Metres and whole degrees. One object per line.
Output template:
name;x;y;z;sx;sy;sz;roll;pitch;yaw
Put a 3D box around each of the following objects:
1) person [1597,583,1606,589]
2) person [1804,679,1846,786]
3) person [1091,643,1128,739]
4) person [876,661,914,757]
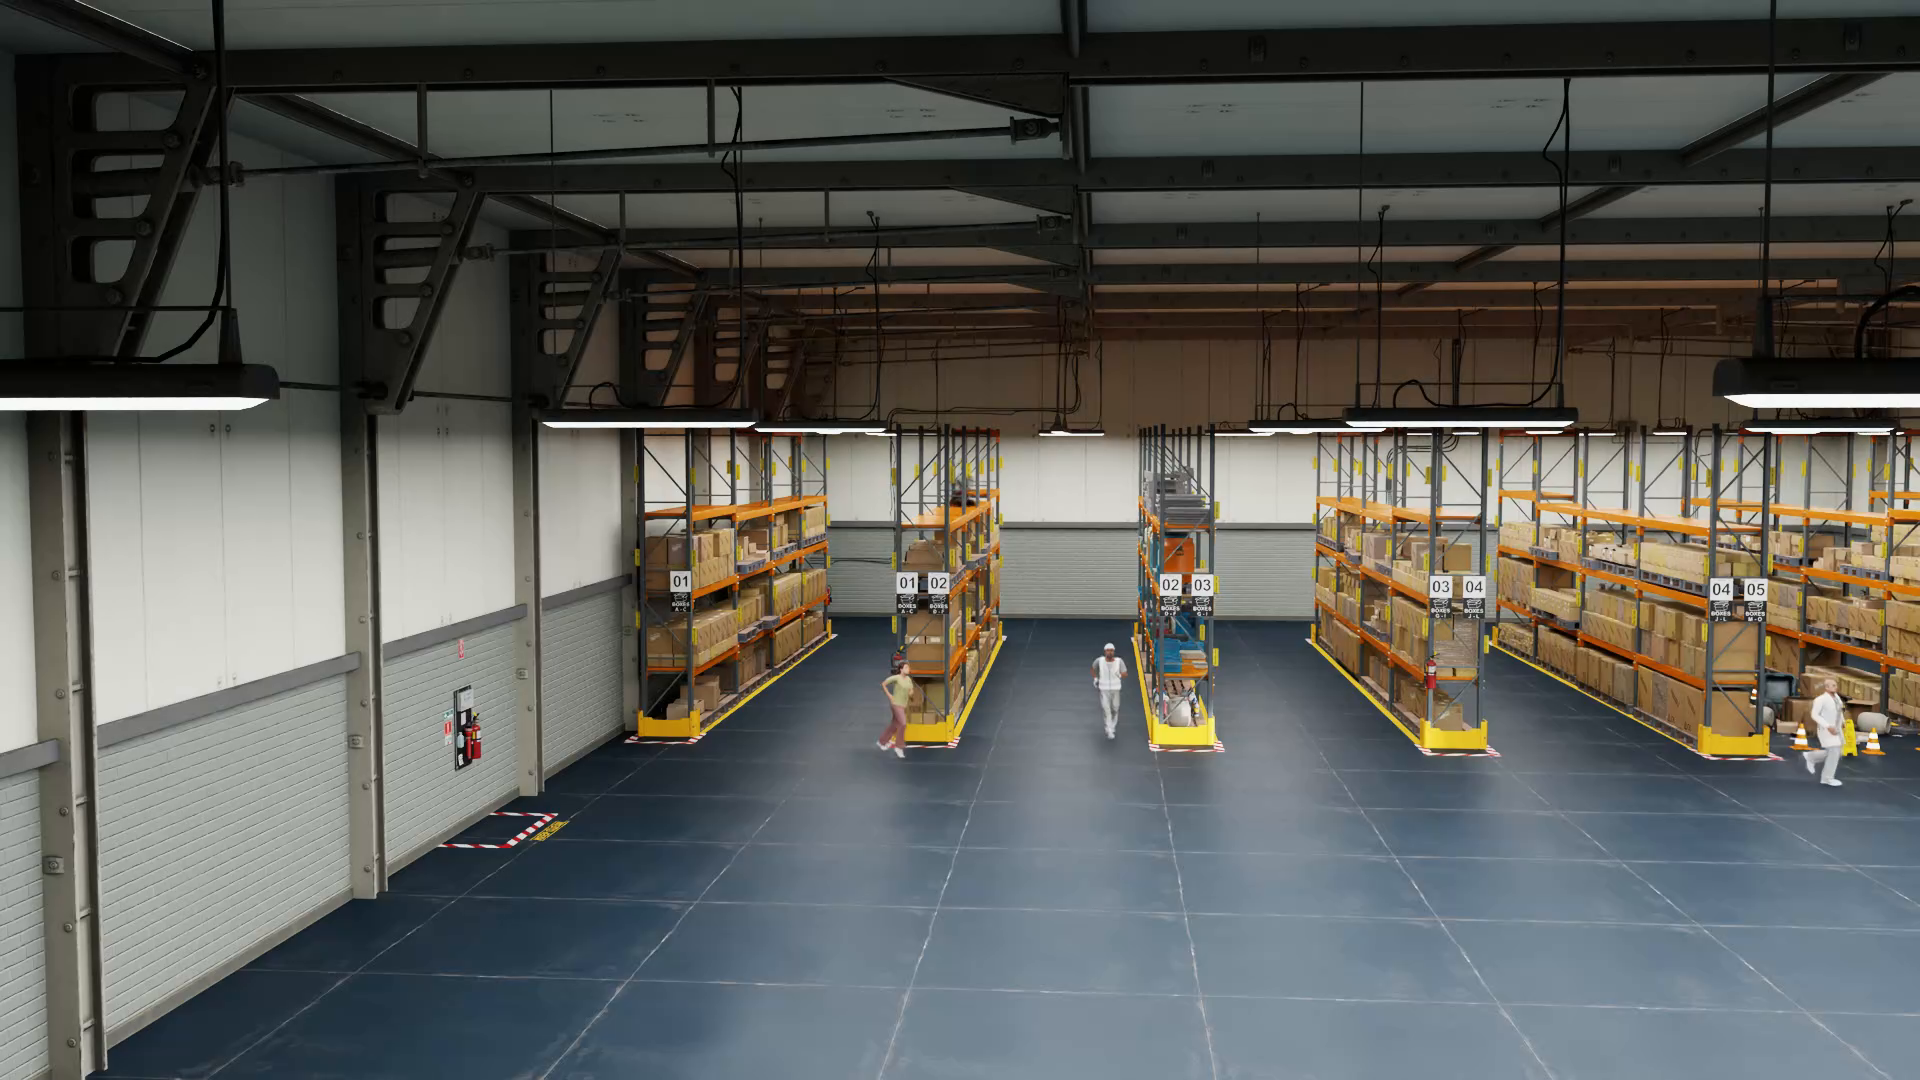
person;18.396;2.050;47.359;0.678;1.632;0.610;1;4;18
person;14.349;3.167;27.602;0.729;1.752;0.705;-2;4;-30
person;2.866;2.858;31.800;0.691;1.757;0.960;0;3;0
person;-1.144;3.062;30.348;0.737;1.714;0.599;3;4;36
